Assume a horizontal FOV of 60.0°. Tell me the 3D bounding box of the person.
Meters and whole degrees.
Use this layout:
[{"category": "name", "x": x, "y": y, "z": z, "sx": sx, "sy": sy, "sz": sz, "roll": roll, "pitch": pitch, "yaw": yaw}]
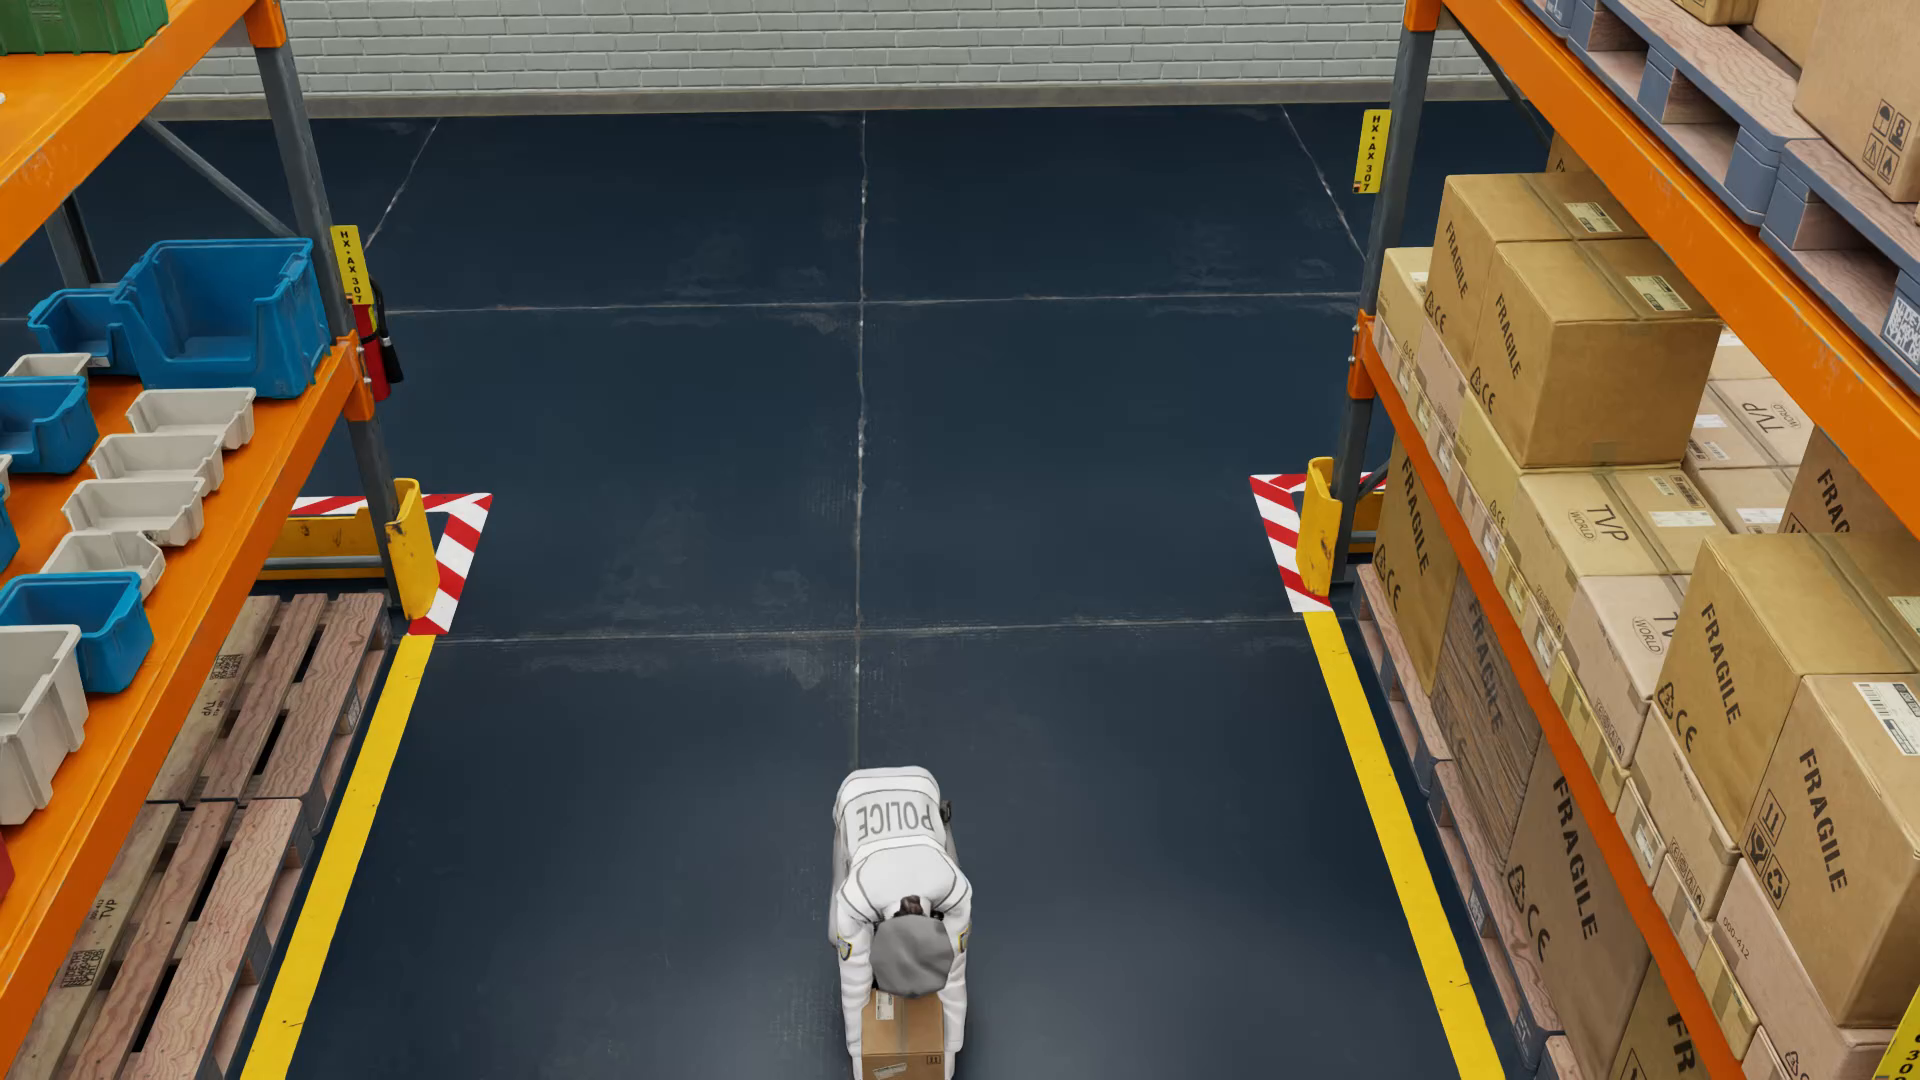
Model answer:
[{"category": "person", "x": -0.191, "y": 1.198, "z": 5.269, "sx": 0.456, "sy": 0.760, "sz": 0.915, "roll": -2, "pitch": 36, "yaw": -3}]
